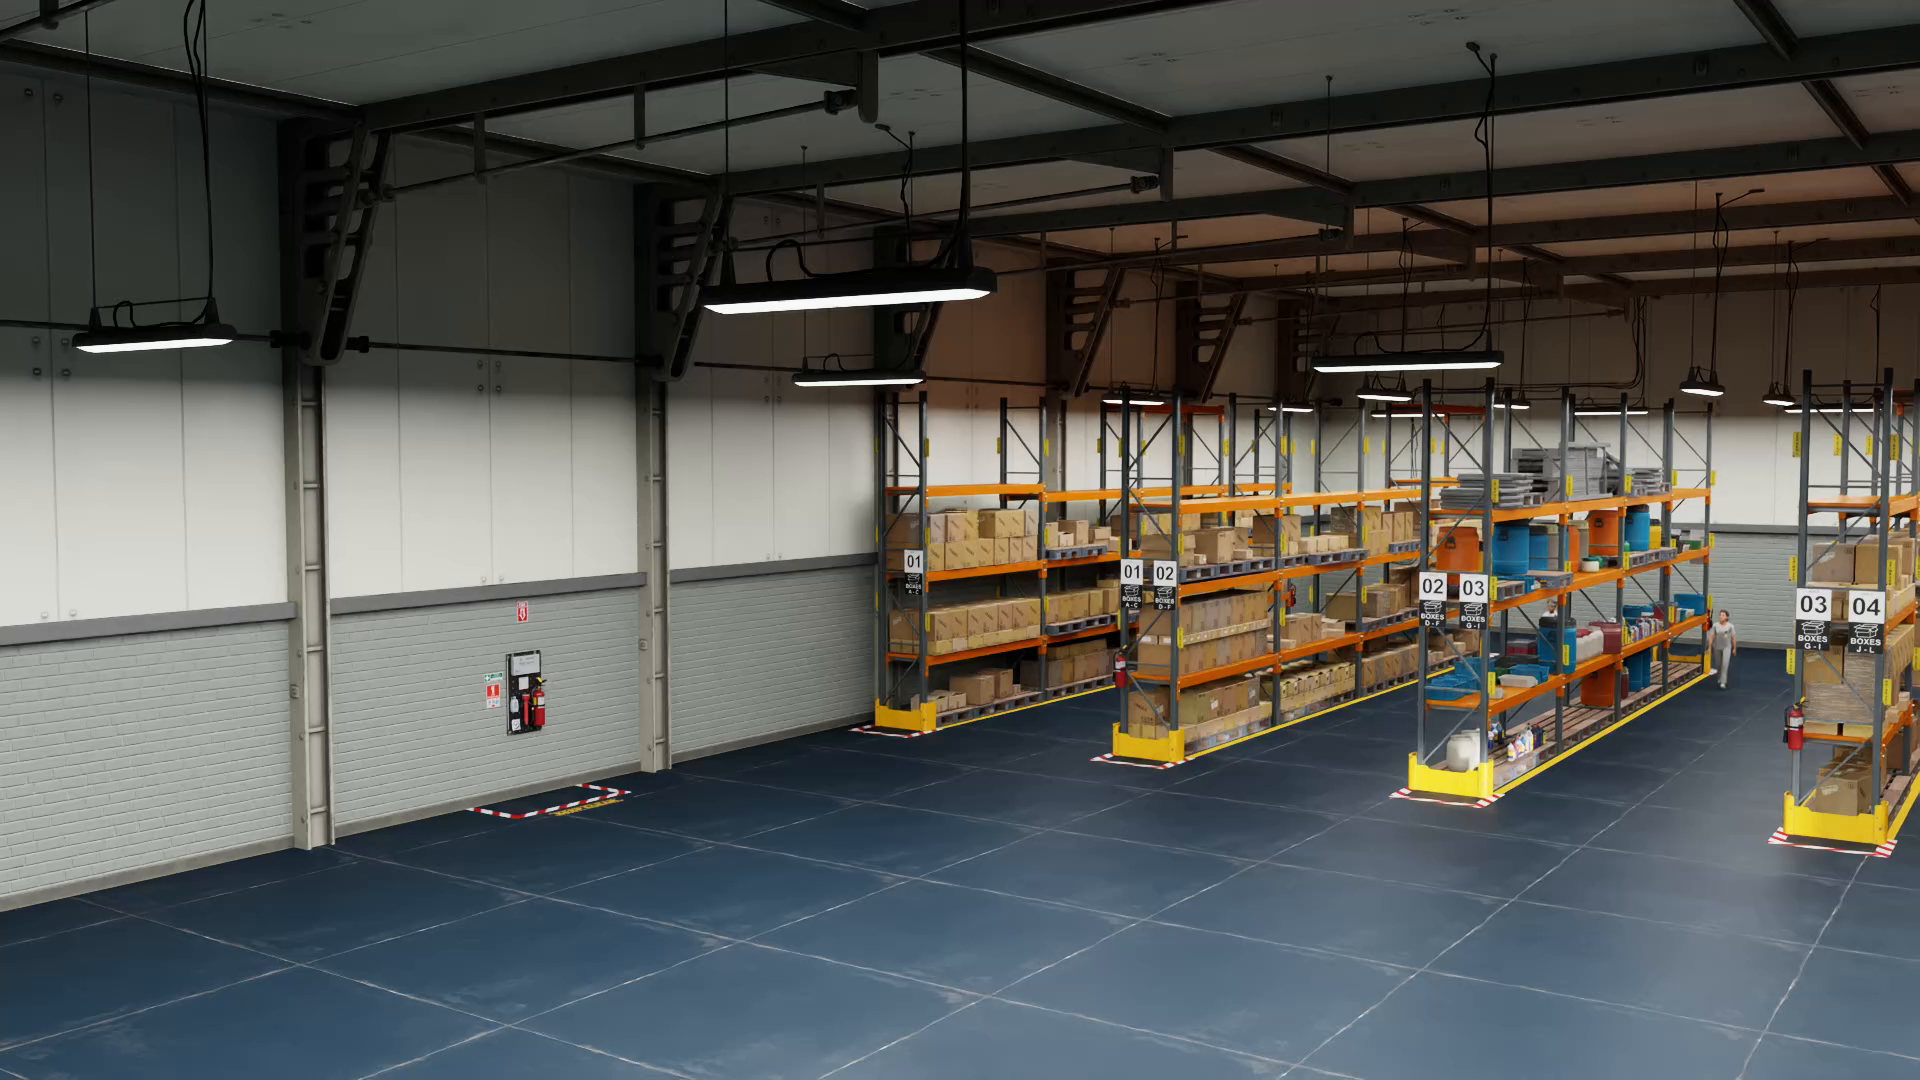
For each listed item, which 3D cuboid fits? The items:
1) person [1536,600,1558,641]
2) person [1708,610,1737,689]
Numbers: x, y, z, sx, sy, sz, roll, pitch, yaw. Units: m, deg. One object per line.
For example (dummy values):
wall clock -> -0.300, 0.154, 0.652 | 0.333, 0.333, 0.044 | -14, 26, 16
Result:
person -> 13.058, 2.124, 36.744 | 0.545, 1.614, 1.034 | 2, 4, 37
person -> 15.898, 2.260, 34.681 | 0.527, 1.612, 1.082 | 2, 4, 31
